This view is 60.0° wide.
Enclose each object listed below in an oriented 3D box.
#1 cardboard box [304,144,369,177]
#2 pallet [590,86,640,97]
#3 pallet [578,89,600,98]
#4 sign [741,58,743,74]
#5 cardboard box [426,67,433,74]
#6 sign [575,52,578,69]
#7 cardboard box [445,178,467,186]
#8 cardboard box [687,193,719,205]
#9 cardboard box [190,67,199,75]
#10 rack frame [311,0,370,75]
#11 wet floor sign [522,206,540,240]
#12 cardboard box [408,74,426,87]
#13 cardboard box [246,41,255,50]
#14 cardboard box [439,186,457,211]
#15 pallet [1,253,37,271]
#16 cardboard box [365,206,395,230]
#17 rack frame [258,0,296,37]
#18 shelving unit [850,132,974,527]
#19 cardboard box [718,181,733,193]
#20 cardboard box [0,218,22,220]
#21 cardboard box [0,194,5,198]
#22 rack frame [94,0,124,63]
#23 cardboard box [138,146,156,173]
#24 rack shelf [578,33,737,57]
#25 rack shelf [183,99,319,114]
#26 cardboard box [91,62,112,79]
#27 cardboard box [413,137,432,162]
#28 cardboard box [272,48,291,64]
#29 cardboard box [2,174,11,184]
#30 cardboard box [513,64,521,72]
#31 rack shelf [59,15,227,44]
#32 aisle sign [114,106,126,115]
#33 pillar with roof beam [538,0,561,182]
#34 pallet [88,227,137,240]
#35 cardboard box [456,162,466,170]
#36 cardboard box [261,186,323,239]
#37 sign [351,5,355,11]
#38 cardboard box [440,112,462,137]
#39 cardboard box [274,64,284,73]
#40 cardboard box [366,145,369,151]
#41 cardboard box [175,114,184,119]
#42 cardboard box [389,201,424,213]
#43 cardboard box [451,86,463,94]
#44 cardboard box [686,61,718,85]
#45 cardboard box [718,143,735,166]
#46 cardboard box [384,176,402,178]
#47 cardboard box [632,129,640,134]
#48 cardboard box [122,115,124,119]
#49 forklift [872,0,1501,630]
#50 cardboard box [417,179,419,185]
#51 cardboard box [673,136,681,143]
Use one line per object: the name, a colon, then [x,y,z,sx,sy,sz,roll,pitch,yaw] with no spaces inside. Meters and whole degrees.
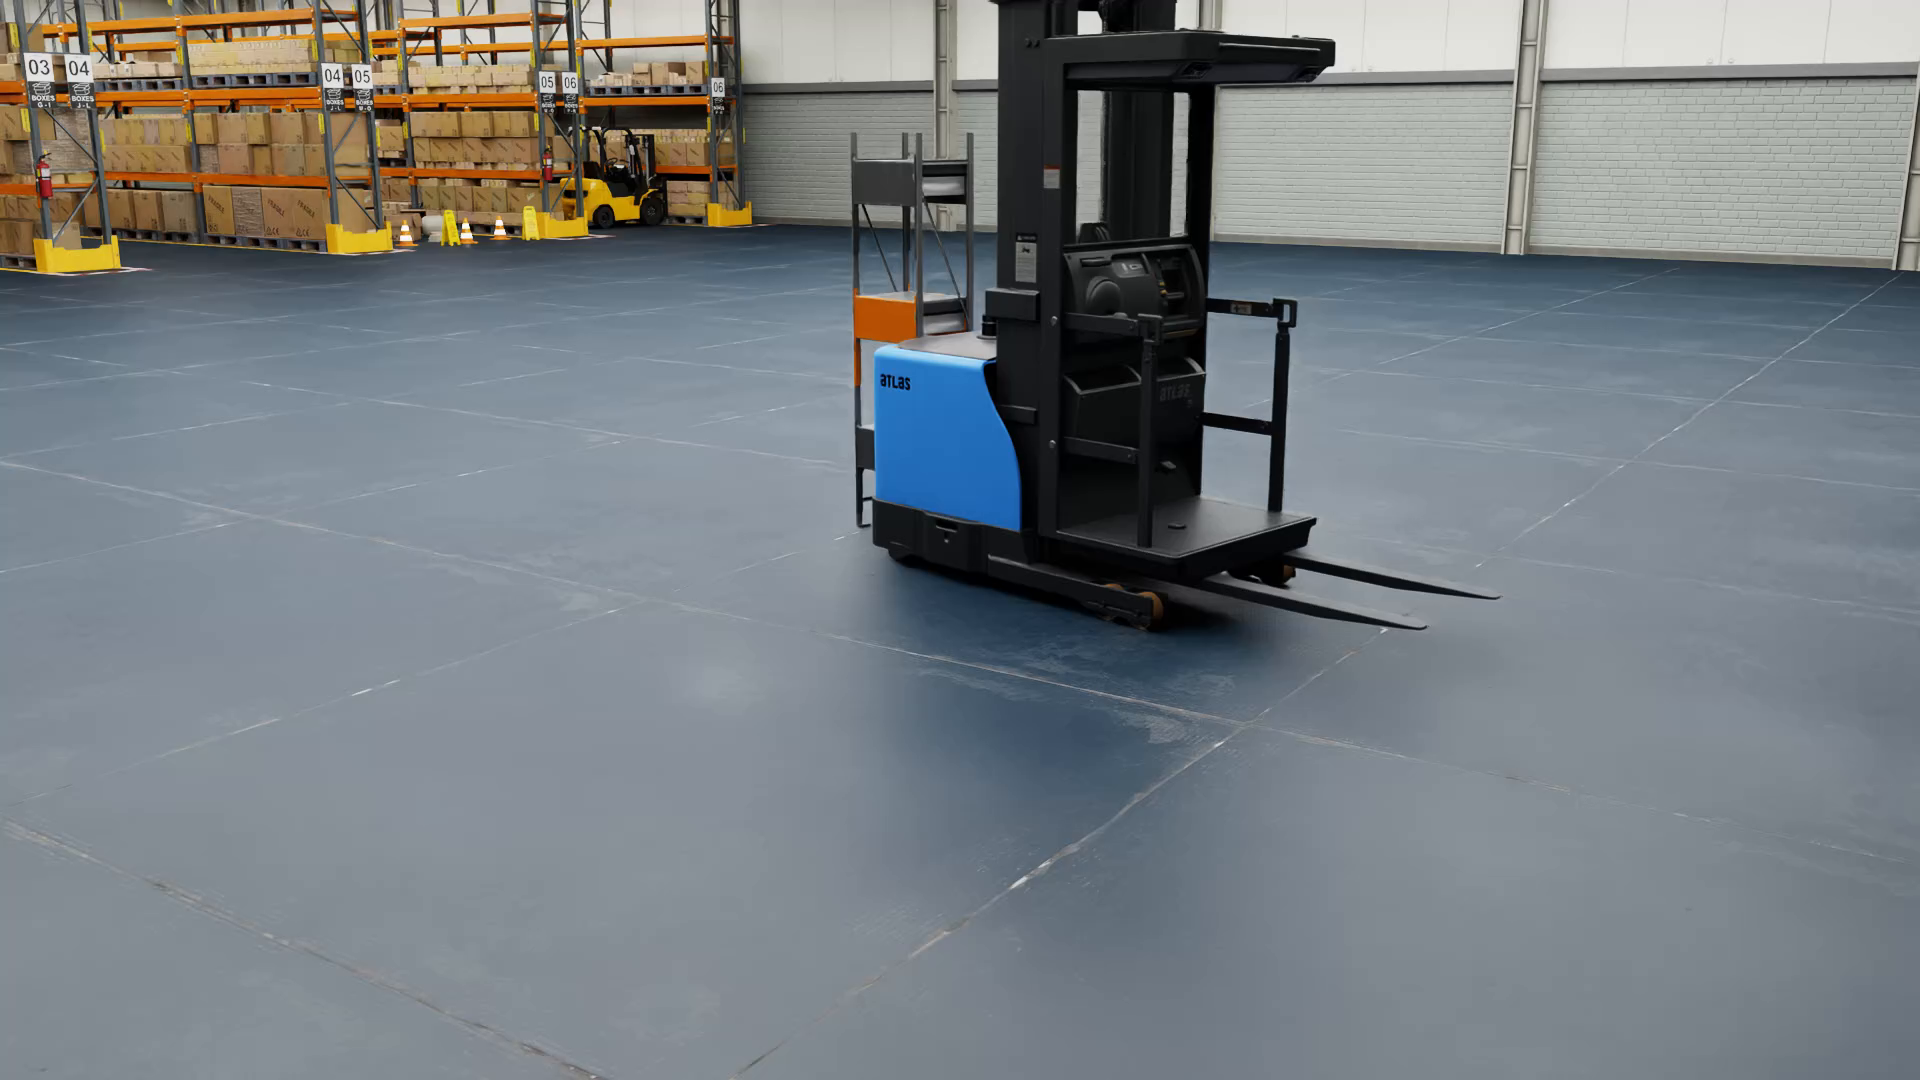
cardboard box: [-10.992,-6.698,29.327,0.550,0.550,0.875,9,17,33]
pallet: [-7.809,-10.416,38.598,1.213,0.211,1.003,9,17,33]
pallet: [-9.271,-10.591,39.519,1.217,0.209,0.805,8,16,31]
sign: [-4.898,-10.604,37.191,0.005,0.325,0.100,9,17,33]
cardboard box: [-10.773,-9.669,34.261,0.250,0.149,0.380,9,16,31]
sign: [-7.677,-9.574,33.193,0.005,0.325,0.100,9,17,33]
cardboard box: [-10.462,-7.439,34.571,0.250,0.149,0.380,10,17,35]
cardboard box: [-5.791,-7.690,37.454,0.500,0.250,0.500,9,16,32]
cardboard box: [-13.865,-8.591,30.483,0.250,0.149,0.380,9,16,32]
rack frame: [-10.658,-9.497,28.459,0.127,3.000,1.000,9,17,33]
wet floor sign: [-8.419,-6.203,32.540,0.267,0.644,0.232,-10,17,-35]
cardboard box: [-11.086,-9.536,34.552,0.500,0.250,0.500,9,16,32]
cardboard box: [-12.393,-8.740,29.427,0.250,0.149,0.380,9,17,33]
cardboard box: [-10.509,-7.152,34.761,0.500,0.500,0.500,10,17,35]
pallet: [-14.228,-4.382,26.085,1.213,0.211,1.003,9,17,33]
cardboard box: [-11.631,-6.294,32.918,0.503,0.637,0.797,9,17,33]
rack frame: [-18.489,-13.633,45.169,0.127,3.000,1.000,9,17,33]
shelving unit: [-0.250,-1.082,8.825,0.503,2.100,0.431,13,19,43]
cardboard box: [-5.506,-8.032,37.795,0.500,0.250,0.500,9,16,32]
cardboard box: [-15.481,-4.932,26.830,0.500,0.500,0.500,8,16,28]
cardboard box: [-20.150,-7.397,35.228,0.500,0.250,0.500,8,16,30]
rack frame: [-21.256,-12.643,41.169,0.127,3.000,1.000,9,17,33]
cardboard box: [-15.398,-7.322,31.950,0.500,0.500,0.500,9,17,33]
rack shelf: [-6.872,-11.212,37.719,4.000,0.370,1.077,9,17,33]
rack shelf: [-16.277,-10.033,38.365,4.000,0.370,1.077,9,17,33]
cardboard box: [-16.819,-9.182,32.532,0.500,0.311,0.500,9,17,33]
cardboard box: [-11.089,-8.200,34.878,0.500,0.500,0.500,9,17,33]
cardboard box: [-11.635,-8.442,29.051,0.500,0.250,0.500,9,17,33]
cardboard box: [-14.504,-5.578,25.636,0.250,0.149,0.380,9,17,33]
cardboard box: [-8.618,-9.335,32.912,0.250,0.149,0.380,10,17,34]
rack shelf: [-15.637,-9.758,31.844,4.000,0.370,1.077,9,17,33]
aisle sign: [-21.143,-11.064,41.866,0.004,0.787,0.394,9,17,33]
pillar with roof beam: [-12.668,-11.707,37.387,0.400,9.000,9.100,9,17,33]
pallet: [-16.684,-6.183,33.361,1.213,0.211,1.003,9,17,33]
cardboard box: [-10.160,-7.720,34.289,0.250,0.149,0.380,9,17,33]
cardboard box: [-11.989,-5.952,30.174,0.875,0.875,0.875,9,16,32]
sign: [-15.488,-13.483,42.453,0.005,0.325,0.100,9,17,33]
cardboard box: [-10.241,-8.552,34.220,0.500,0.500,0.700,9,16,32]
cardboard box: [-11.755,-8.250,29.108,0.250,0.149,0.380,9,17,33]
cardboard box: [-12.647,-8.671,35.908,0.500,0.500,0.500,10,17,35]
cardboard box: [-18.370,-10.021,39.423,0.250,0.149,0.380,9,16,32]
cardboard box: [-11.735,-7.120,35.936,0.625,0.372,0.950,9,17,34]
cardboard box: [-10.156,-9.175,33.923,0.250,0.149,0.380,9,16,32]
cardboard box: [-5.716,-10.343,36.830,0.500,0.500,0.500,10,17,35]
cardboard box: [-5.468,-8.746,37.702,0.500,0.500,0.500,10,17,35]
cardboard box: [-14.778,-9.508,43.348,0.250,0.149,0.380,8,16,30]
cardboard box: [-7.319,-9.361,38.217,0.250,0.149,0.380,9,17,33]
cardboard box: [-20.479,-10.366,40.819,0.250,0.149,0.380,9,16,31]
forklift: [0.957,-1.172,7.459,3.031,2.935,1.130,13,19,43]
cardboard box: [-13.902,-9.226,42.829,0.250,0.149,0.380,10,17,35]
cardboard box: [-6.266,-9.040,37.542,0.250,0.149,0.380,9,17,32]
